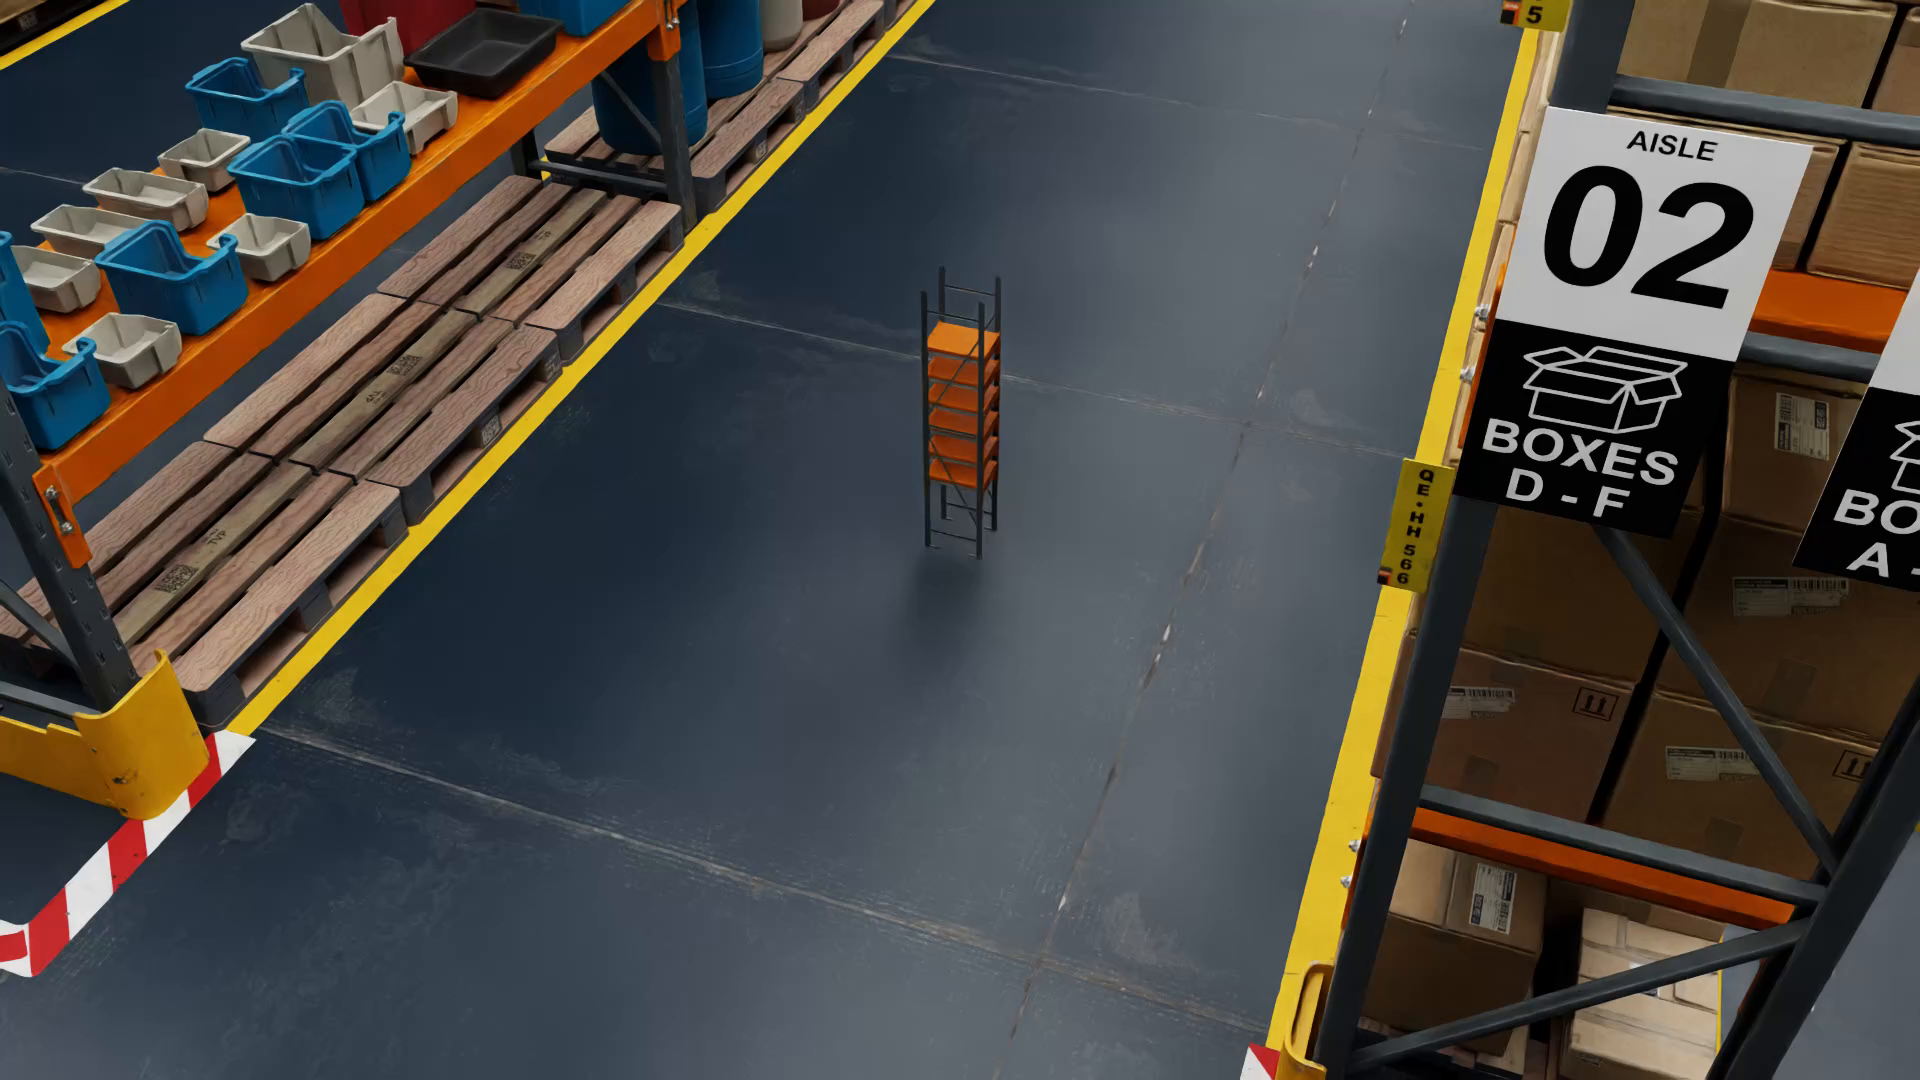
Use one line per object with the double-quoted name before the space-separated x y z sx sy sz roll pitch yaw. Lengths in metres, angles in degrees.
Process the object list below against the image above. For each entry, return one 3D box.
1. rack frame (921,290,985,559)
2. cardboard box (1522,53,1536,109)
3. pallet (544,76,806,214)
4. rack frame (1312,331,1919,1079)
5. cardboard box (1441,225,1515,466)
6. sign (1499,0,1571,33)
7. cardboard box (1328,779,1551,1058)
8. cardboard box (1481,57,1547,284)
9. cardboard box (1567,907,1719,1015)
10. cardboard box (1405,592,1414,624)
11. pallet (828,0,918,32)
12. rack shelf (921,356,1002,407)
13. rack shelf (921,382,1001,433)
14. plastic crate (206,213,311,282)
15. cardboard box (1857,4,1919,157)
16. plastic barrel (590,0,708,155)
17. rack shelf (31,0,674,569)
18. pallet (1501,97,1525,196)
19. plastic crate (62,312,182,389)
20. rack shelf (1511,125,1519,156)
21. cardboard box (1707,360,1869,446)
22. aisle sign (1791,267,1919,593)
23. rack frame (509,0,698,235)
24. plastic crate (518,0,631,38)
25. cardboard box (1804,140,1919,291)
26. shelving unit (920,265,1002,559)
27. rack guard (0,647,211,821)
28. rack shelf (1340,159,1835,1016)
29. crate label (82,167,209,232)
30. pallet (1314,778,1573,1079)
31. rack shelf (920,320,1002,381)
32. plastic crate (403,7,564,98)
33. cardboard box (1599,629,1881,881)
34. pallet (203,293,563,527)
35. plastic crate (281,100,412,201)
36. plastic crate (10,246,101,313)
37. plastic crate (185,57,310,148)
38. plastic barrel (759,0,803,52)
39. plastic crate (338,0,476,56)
"rack frame" -0.026 -0.409 6.306 0.240 1.200 0.006 13 42 15
"cardboard box" 3.214 -2.265 8.680 0.500 0.500 0.500 12 42 14
"pallet" -1.556 -2.270 9.248 1.003 0.211 1.213 13 42 15
"rack frame" 1.426 0.672 3.651 1.000 3.000 0.127 13 42 15
"cardboard box" 1.492 -0.387 4.045 0.500 0.500 0.500 14 43 16
"sign" 0.911 -0.941 2.549 0.100 0.325 0.005 13 42 15
"cardboard box" 1.381 1.069 4.773 0.500 0.500 0.500 13 42 15
"cardboard box" 1.840 -1.018 4.784 0.500 0.500 0.500 15 43 16
"cardboard box" 1.978 1.251 4.817 0.380 0.166 0.250 13 42 15
"cardboard box" 1.498 -0.017 4.382 0.500 0.500 0.500 14 42 15
"pallet" -0.722 -3.758 10.992 1.003 0.211 1.213 13 42 15
"rack shelf" 0.005 -0.614 6.244 0.258 0.103 0.180 13 42 15
"rack shelf" 0.005 -0.523 6.322 0.258 0.103 0.180 13 42 15
"plastic crate" -2.414 -1.021 5.792 0.250 0.136 0.298 13 42 15
"cardboard box" 1.846 -0.858 2.864 0.500 0.250 0.500 13 42 15
"plastic barrel" -1.657 -2.559 8.731 0.600 0.901 0.708 13 42 15
"rack shelf" -2.543 -1.376 6.606 1.077 0.370 4.000 13 42 15
"pallet" 3.452 -1.958 8.882 1.003 0.211 1.213 13 42 15
"plastic crate" -2.646 -0.607 5.307 0.250 0.136 0.298 13 42 15
"rack shelf" 3.478 -2.714 8.174 1.077 0.370 4.000 13 42 15
"cardboard box" 1.997 -0.279 3.919 0.500 0.500 0.500 14 42 16
"aisle sign" 1.679 -0.210 2.682 0.394 0.787 0.004 13 42 15
"rack frame" -1.860 -2.869 7.802 1.000 3.000 0.127 13 42 15
"plastic crate" -1.699 -2.526 7.365 0.392 0.384 0.575 13 42 15
"cardboard box" 1.841 -0.669 3.027 0.500 0.250 0.500 13 42 15
"shelving unit" 0.005 -0.465 6.371 0.258 1.200 0.189 13 42 15
"rack guard" -3.223 0.539 5.733 1.175 0.500 0.348 13 42 15
"rack shelf" 2.110 -0.274 5.314 1.077 0.370 4.000 13 42 15
"crate label" -2.934 -1.239 6.048 0.396 0.136 0.243 13 42 15
"pallet" 1.724 1.200 5.181 1.003 0.211 1.213 13 42 15
"rack shelf" 0.005 -0.705 6.166 0.258 0.103 0.180 13 42 15
"plastic crate" -1.990 -2.045 7.002 0.437 0.125 0.590 13 42 15
"cardboard box" 1.826 0.422 3.867 0.500 0.500 0.500 14 42 16
"pallet" -2.490 -0.605 7.296 1.003 0.211 1.213 13 42 15
"plastic crate" -2.281 -1.452 6.224 0.416 0.233 0.300 13 42 15
"plastic crate" -3.119 -0.890 5.639 0.396 0.136 0.243 13 42 15
"plastic crate" -2.766 -1.698 6.512 0.416 0.233 0.300 13 42 15
"plastic barrel" -1.138 -3.167 9.744 0.421 0.512 0.421 0 40 0
"plastic crate" -2.401 -2.428 7.189 0.402 0.464 0.583 13 42 15
